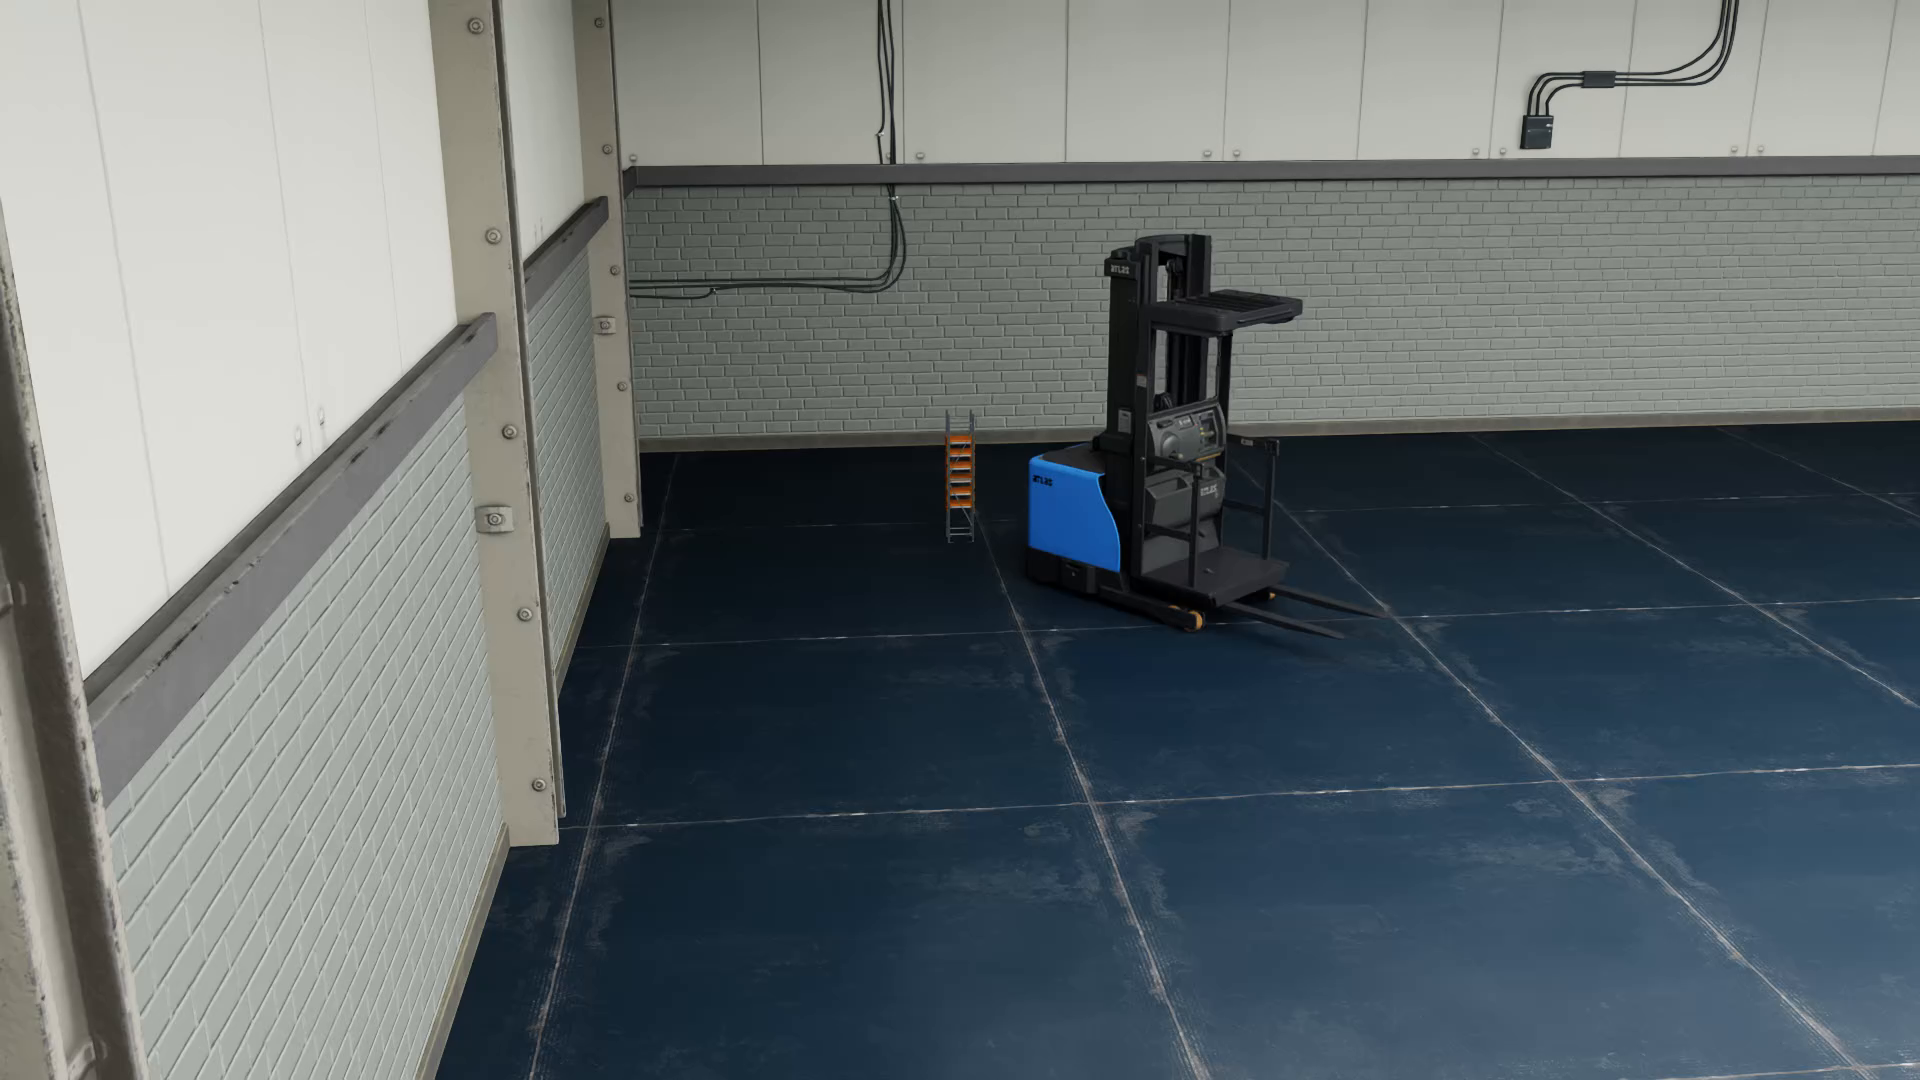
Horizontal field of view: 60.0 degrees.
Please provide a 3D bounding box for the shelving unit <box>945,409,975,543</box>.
[{"bbox_3d":[-0.001,-0.577,15.084,0.258,1.200,0.189,-2,18,-6],"label":"shelving unit"}]

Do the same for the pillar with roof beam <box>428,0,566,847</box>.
[{"bbox_3d":[1.777,-2.718,8.885,9.100,9.000,0.400,-2,18,-6],"label":"pillar with roof beam"}]

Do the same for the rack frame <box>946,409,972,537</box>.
[{"bbox_3d":[-0.011,-0.604,15.171,0.240,1.200,0.006,-2,18,-6],"label":"rack frame"}]

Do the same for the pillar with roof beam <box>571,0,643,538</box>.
[{"bbox_3d":[1.158,-4.506,14.579,9.100,9.000,0.400,-2,18,-6],"label":"pillar with roof beam"}]

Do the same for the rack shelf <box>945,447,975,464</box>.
[{"bbox_3d":[-0.001,-0.763,15.025,0.258,0.103,0.180,-2,18,-6],"label":"rack shelf"}]

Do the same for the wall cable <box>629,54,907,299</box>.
[{"bbox_3d":[-2.112,-3.810,17.546,3.097,2.526,0.112,-2,18,-6],"label":"wall cable"}]

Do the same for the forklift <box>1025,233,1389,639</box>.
[{"bbox_3d":[1.958,-0.854,13.076,3.031,2.935,1.130,16,24,42],"label":"forklift"}]

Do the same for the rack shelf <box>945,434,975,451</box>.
[{"bbox_3d":[-0.001,-0.878,14.989,0.258,0.103,0.180,-2,18,-6],"label":"rack shelf"}]

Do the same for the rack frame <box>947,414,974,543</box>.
[{"bbox_3d":[0.008,-0.550,14.997,0.240,1.200,0.006,-2,18,-6],"label":"rack frame"}]

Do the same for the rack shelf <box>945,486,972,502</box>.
[{"bbox_3d":[-0.001,-0.420,15.133,0.258,0.103,0.180,-2,18,-6],"label":"rack shelf"}]

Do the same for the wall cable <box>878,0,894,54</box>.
[{"bbox_3d":[0.579,-6.303,17.056,3.097,2.526,0.112,-2,18,-6],"label":"wall cable"}]

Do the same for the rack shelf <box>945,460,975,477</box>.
[{"bbox_3d":[-0.001,-0.649,15.061,0.258,0.103,0.180,-2,18,-6],"label":"rack shelf"}]

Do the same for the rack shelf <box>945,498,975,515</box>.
[{"bbox_3d":[-0.001,-0.305,15.169,0.258,0.103,0.180,-2,18,-6],"label":"rack shelf"}]

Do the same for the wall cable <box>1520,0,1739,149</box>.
[{"bbox_3d":[7.332,-7.203,17.491,2.305,6.003,0.169,-2,18,-6],"label":"wall cable"}]

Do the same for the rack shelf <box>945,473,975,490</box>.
[{"bbox_3d":[-0.001,-0.534,15.097,0.258,0.103,0.180,-2,18,-6],"label":"rack shelf"}]
